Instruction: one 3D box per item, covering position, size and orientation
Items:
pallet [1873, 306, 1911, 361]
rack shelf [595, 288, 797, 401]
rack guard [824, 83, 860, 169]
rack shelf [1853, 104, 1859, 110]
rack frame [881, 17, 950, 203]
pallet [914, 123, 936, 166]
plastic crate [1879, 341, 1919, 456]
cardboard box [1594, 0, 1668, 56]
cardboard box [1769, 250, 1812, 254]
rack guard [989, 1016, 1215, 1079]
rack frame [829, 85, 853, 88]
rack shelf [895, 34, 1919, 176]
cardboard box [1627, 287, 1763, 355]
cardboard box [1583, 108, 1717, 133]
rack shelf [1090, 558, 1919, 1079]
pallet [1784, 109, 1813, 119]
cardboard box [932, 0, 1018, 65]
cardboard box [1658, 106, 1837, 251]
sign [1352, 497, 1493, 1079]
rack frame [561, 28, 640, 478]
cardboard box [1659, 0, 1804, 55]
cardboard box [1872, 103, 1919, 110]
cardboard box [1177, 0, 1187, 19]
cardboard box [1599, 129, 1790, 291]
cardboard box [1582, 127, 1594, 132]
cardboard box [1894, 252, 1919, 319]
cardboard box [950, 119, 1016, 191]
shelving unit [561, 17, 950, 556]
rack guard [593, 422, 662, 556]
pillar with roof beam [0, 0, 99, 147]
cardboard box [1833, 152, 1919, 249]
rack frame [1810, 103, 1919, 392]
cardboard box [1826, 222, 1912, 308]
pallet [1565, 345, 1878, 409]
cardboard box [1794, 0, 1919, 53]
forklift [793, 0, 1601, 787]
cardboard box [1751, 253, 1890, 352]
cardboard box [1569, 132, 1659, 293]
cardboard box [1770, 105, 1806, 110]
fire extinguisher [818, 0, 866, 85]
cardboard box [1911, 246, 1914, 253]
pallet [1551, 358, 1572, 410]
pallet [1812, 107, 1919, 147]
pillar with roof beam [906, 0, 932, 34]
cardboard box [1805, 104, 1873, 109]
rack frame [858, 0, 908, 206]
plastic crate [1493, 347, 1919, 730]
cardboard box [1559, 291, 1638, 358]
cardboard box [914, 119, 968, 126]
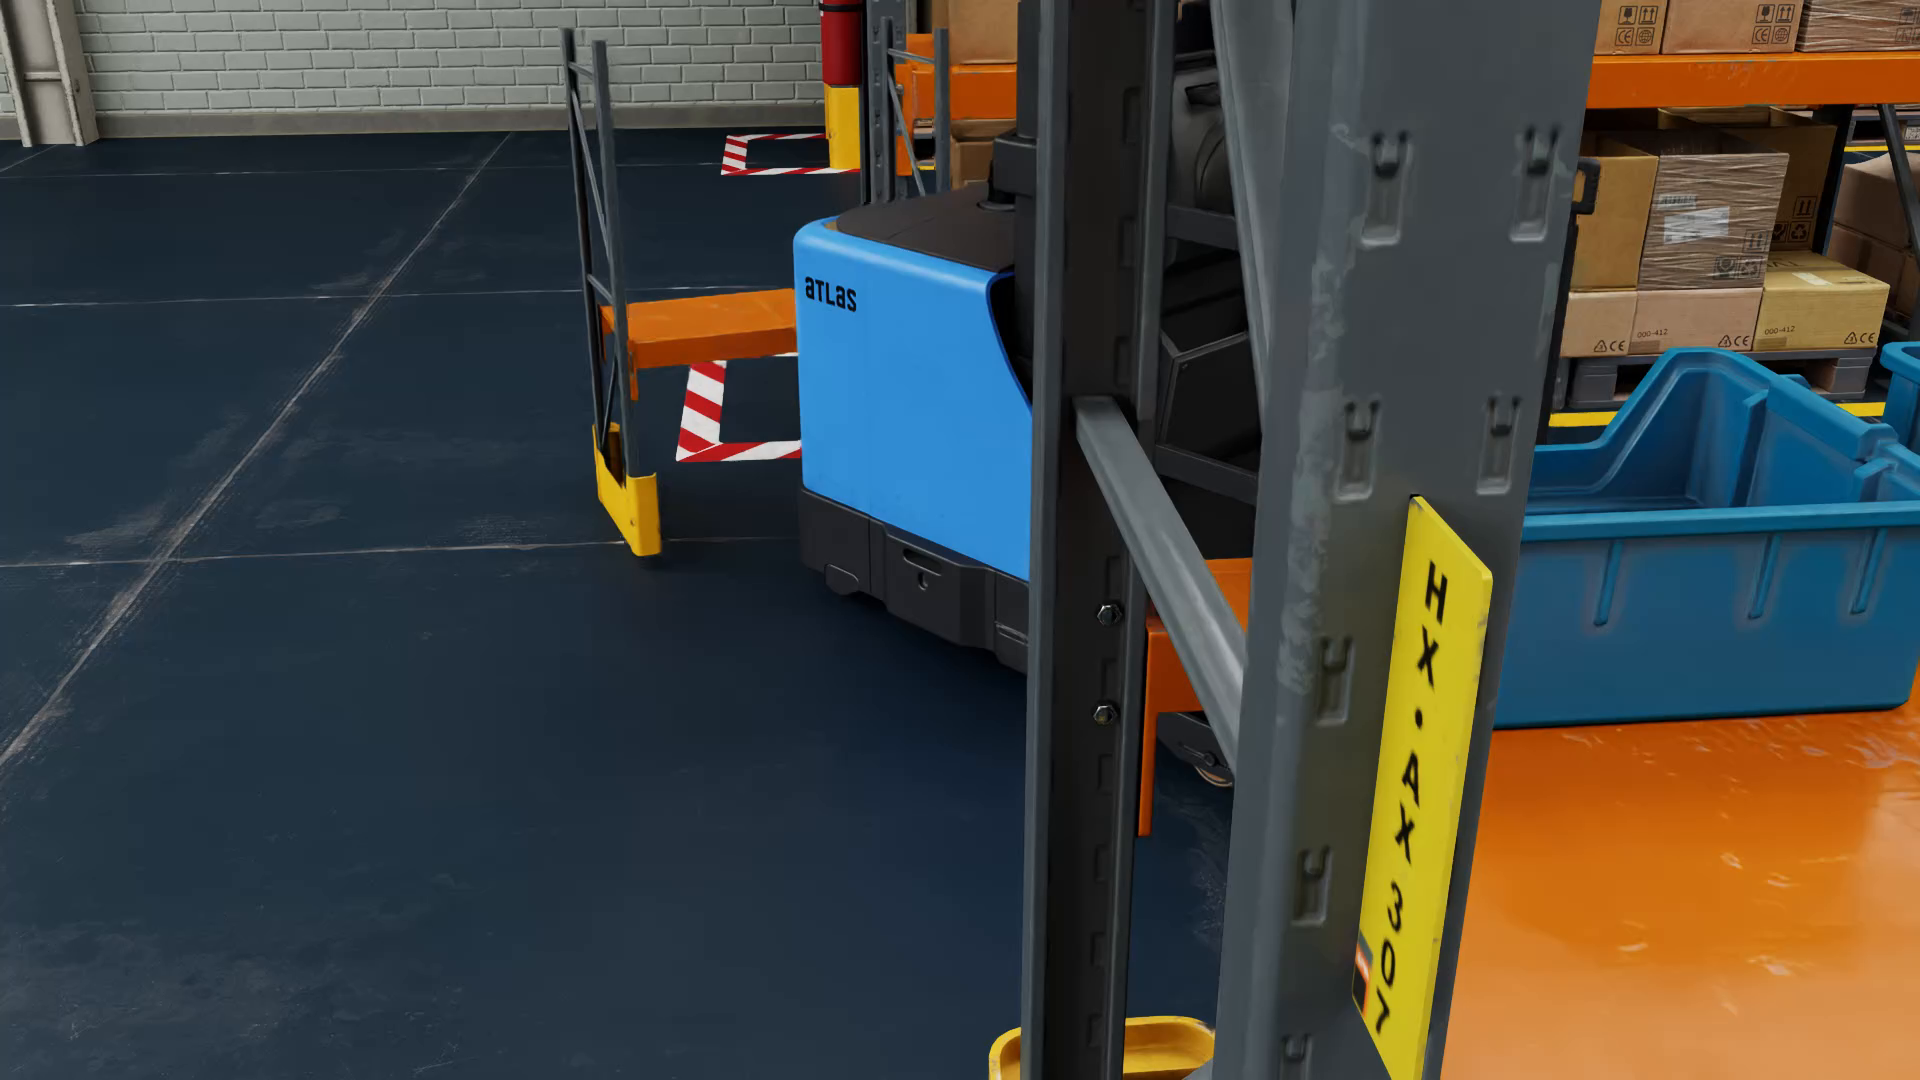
[{"bbox_3d":[4.420,-0.884,6.979,1.213,0.211,1.003,-2,24,-5],"label":"pallet"},{"bbox_3d":[-0.607,-0.654,5.275,1.000,0.185,0.538,-9,23,-21],"label":"rack shelf"},{"bbox_3d":[-0.705,-2.816,10.971,0.348,0.500,1.175,-2,24,-5],"label":"rack guard"},{"bbox_3d":[5.681,-1.864,6.637,4.000,0.370,1.077,-2,24,-5],"label":"rack shelf"},{"bbox_3d":[-0.140,-0.895,5.393,0.032,1.500,0.500,-9,23,-21],"label":"rack frame"},{"bbox_3d":[0.107,-2.702,11.070,1.213,0.211,1.003,-2,24,-5],"label":"pallet"},{"bbox_3d":[1.309,-0.048,1.847,0.408,0.251,0.499,-2,24,-5],"label":"plastic crate"},{"bbox_3d":[2.226,-2.096,6.150,0.500,0.500,0.700,-2,24,-4],"label":"cardboard box"},{"bbox_3d":[3.199,-1.152,7.018,0.500,0.250,0.500,-2,24,-5],"label":"cardboard box"},{"bbox_3d":[0.264,1.169,2.004,0.348,0.500,1.175,-2,24,-5],"label":"rack guard"},{"bbox_3d":[-0.781,-3.955,10.456,0.127,3.000,1.000,-2,24,-5],"label":"rack frame"},{"bbox_3d":[1.700,-1.704,6.277,4.000,0.370,1.077,-2,24,-5],"label":"rack shelf"},{"bbox_3d":[2.752,-0.926,6.508,0.500,0.250,0.500,-2,24,-5],"label":"cardboard box"},{"bbox_3d":[2.701,-1.476,6.823,0.500,0.500,0.500,-2,24,-5],"label":"cardboard box"},{"bbox_3d":[2.183,0.298,1.773,4.000,0.370,1.077,-2,24,-5],"label":"rack shelf"},{"bbox_3d":[5.191,-2.923,11.565,1.213,0.211,1.003,-2,24,-5],"label":"pallet"},{"bbox_3d":[0.176,-2.012,5.962,0.500,0.500,0.700,-2,24,-5],"label":"cardboard box"},{"bbox_3d":[3.198,-1.499,6.875,0.500,0.500,0.500,-2,24,-5],"label":"cardboard box"},{"bbox_3d":[0.243,0.145,0.890,0.005,0.325,0.100,-2,24,-5],"label":"sign"},{"bbox_3d":[-1.076,-0.747,5.025,0.032,1.500,0.500,-9,23,-21],"label":"rack frame"},{"bbox_3d":[2.725,-2.115,6.192,0.500,0.500,0.700,-3,24,-6],"label":"cardboard box"},{"bbox_3d":[6.469,-3.284,11.481,0.500,0.500,0.700,-2,24,-4],"label":"cardboard box"},{"bbox_3d":[0.698,-2.035,6.013,0.500,0.500,0.700,-2,24,-4],"label":"cardboard box"},{"bbox_3d":[2.752,-1.269,6.357,0.500,0.500,0.500,-2,24,-5],"label":"cardboard box"},{"bbox_3d":[2.203,-1.459,6.785,0.500,0.500,0.500,-2,24,-5],"label":"cardboard box"},{"bbox_3d":[4.116,-0.964,6.595,0.500,0.250,0.500,-3,24,-6],"label":"cardboard box"},{"bbox_3d":[0.214,-1.373,6.591,0.500,0.500,0.500,-2,24,-5],"label":"cardboard box"},{"bbox_3d":[-0.600,-0.823,5.212,1.083,1.500,0.587,-9,23,-21],"label":"shelving unit"},{"bbox_3d":[-1.056,-0.168,5.261,0.087,0.250,0.587,-9,23,-21],"label":"rack guard"},{"bbox_3d":[-5.717,-5.095,5.633,0.400,9.000,9.100,-2,24,-5],"label":"pillar with roof beam"},{"bbox_3d":[4.065,-1.437,6.967,0.500,0.311,0.500,-2,24,-5],"label":"cardboard box"},{"bbox_3d":[3.691,-2.113,6.311,0.127,3.000,1.000,-2,24,-5],"label":"rack frame"},{"bbox_3d":[4.075,-1.182,7.085,0.500,0.250,0.500,-3,24,-6],"label":"cardboard box"},{"bbox_3d":[2.895,-0.824,6.844,1.213,0.211,1.003,-2,24,-5],"label":"pallet"},{"bbox_3d":[3.250,-2.138,6.245,0.500,0.500,0.700,-3,24,-7],"label":"cardboard box"},{"bbox_3d":[0.920,-0.938,3.751,1.130,2.935,3.031,-22,32,-40],"label":"forklift"},{"bbox_3d":[3.251,-0.942,6.544,0.500,0.250,0.500,-2,24,-5],"label":"cardboard box"},{"bbox_3d":[2.255,-1.248,6.309,0.500,0.500,0.500,-2,24,-5],"label":"cardboard box"},{"bbox_3d":[5.453,-3.279,11.470,0.500,0.500,0.700,-2,24,-5],"label":"cardboard box"},{"bbox_3d":[-0.453,-2.101,6.379,0.183,0.674,0.296,-2,24,-5],"label":"fire extinguisher"},{"bbox_3d":[4.126,-1.221,6.481,0.500,0.311,0.500,-2,24,-5],"label":"cardboard box"},{"bbox_3d":[1.678,-0.774,6.731,1.213,0.211,1.003,-2,24,-5],"label":"pallet"},{"bbox_3d":[6.403,-2.970,11.672,1.213,0.211,1.003,-2,24,-5],"label":"pallet"},{"bbox_3d":[0.254,-5.334,6.172,0.400,9.000,9.100,-2,24,-5],"label":"pillar with roof beam"},{"bbox_3d":[5.945,-3.310,11.540,0.500,0.500,0.700,-2,24,-5],"label":"cardboard box"},{"bbox_3d":[-0.290,-1.953,5.952,0.127,3.000,1.000,-2,24,-5],"label":"rack frame"},{"bbox_3d":[0.662,-0.024,1.794,0.616,0.251,0.499,-2,24,-5],"label":"plastic crate"},{"bbox_3d":[2.256,-0.900,6.449,0.500,0.250,0.500,-2,24,-5],"label":"cardboard box"},{"bbox_3d":[-0.083,-2.919,10.893,0.500,0.311,0.500,-5,24,-11],"label":"cardboard box"}]
